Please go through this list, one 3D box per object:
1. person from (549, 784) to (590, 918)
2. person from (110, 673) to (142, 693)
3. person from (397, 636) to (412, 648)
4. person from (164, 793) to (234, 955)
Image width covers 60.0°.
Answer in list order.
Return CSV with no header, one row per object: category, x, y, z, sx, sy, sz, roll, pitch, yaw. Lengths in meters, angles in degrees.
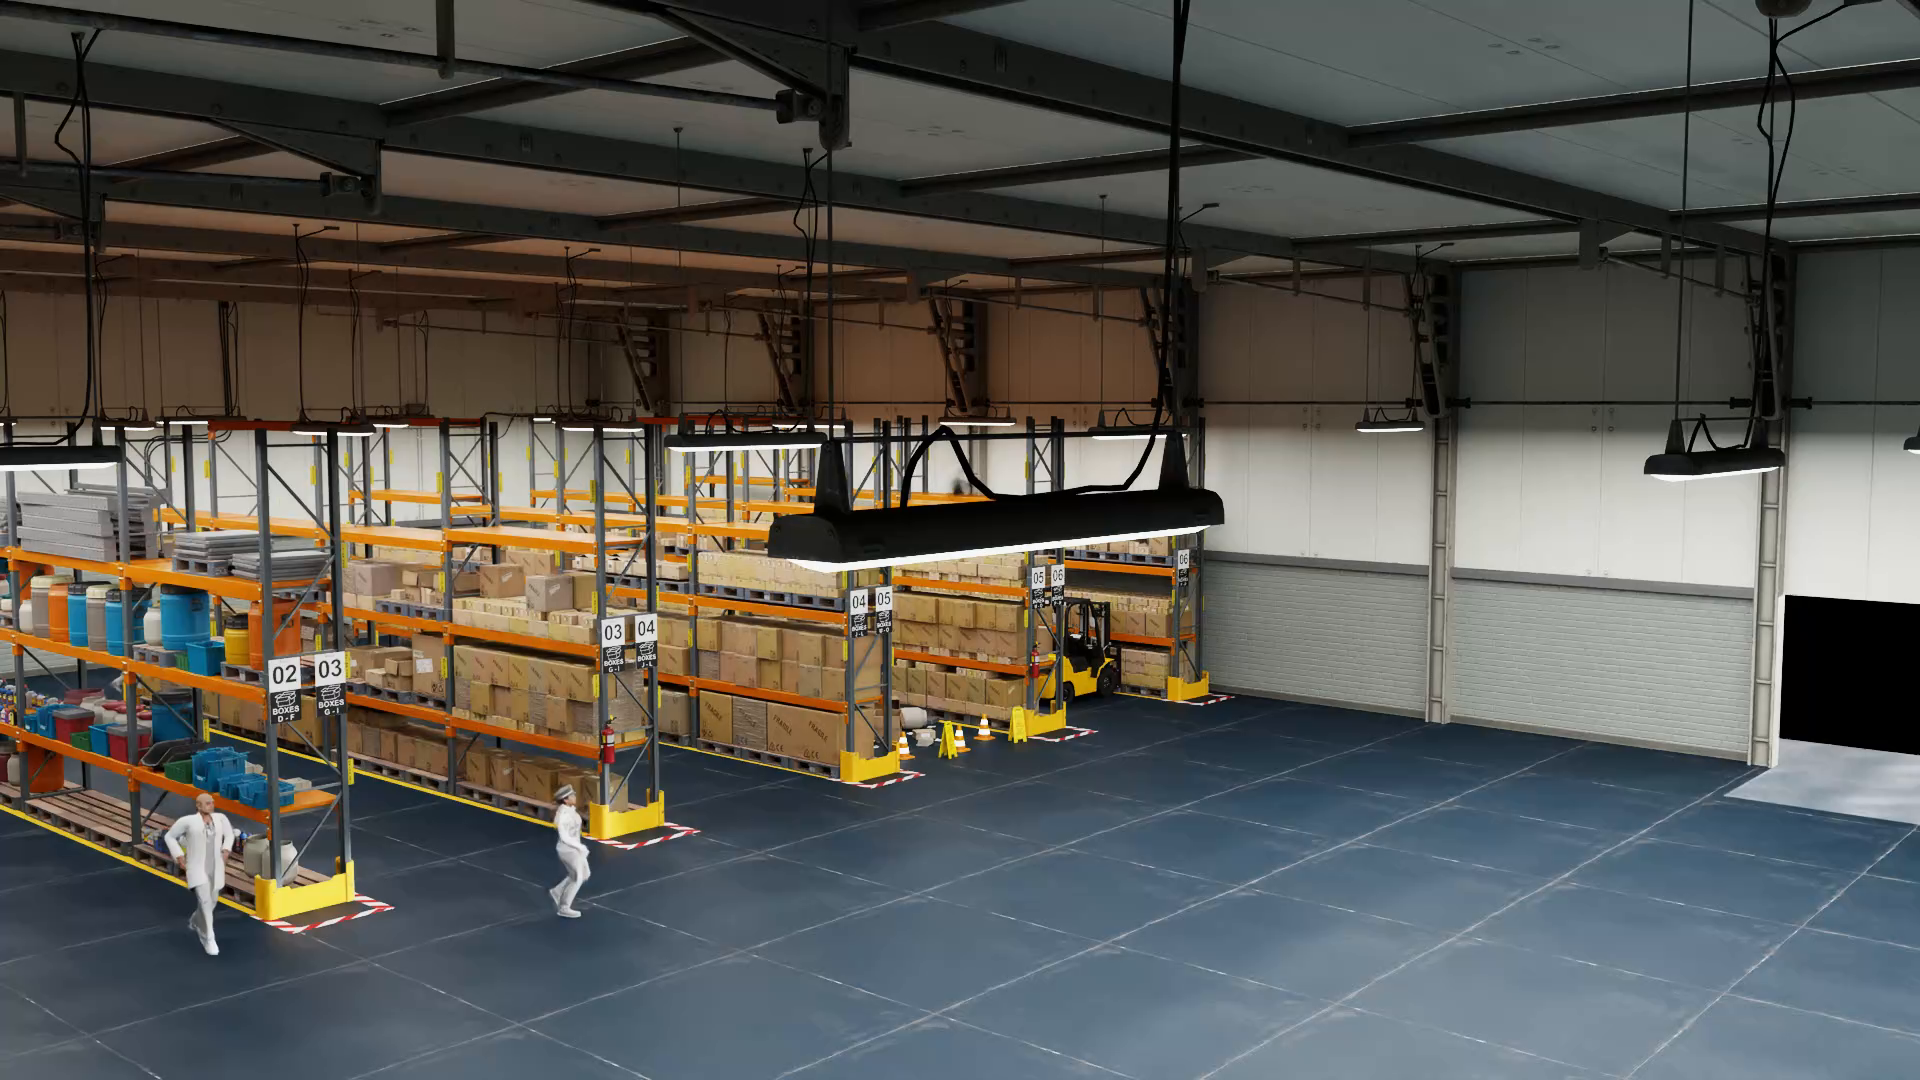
person,-4.810,3.810,20.455,0.497,1.664,0.623,-1,5,-12
person,-17.874,2.550,35.846,0.828,1.672,0.644,-3,6,-32
person,-13.578,2.137,40.853,0.574,1.603,0.566,3,5,30
person,-8.793,3.860,19.384,0.883,1.818,0.722,4,6,40
